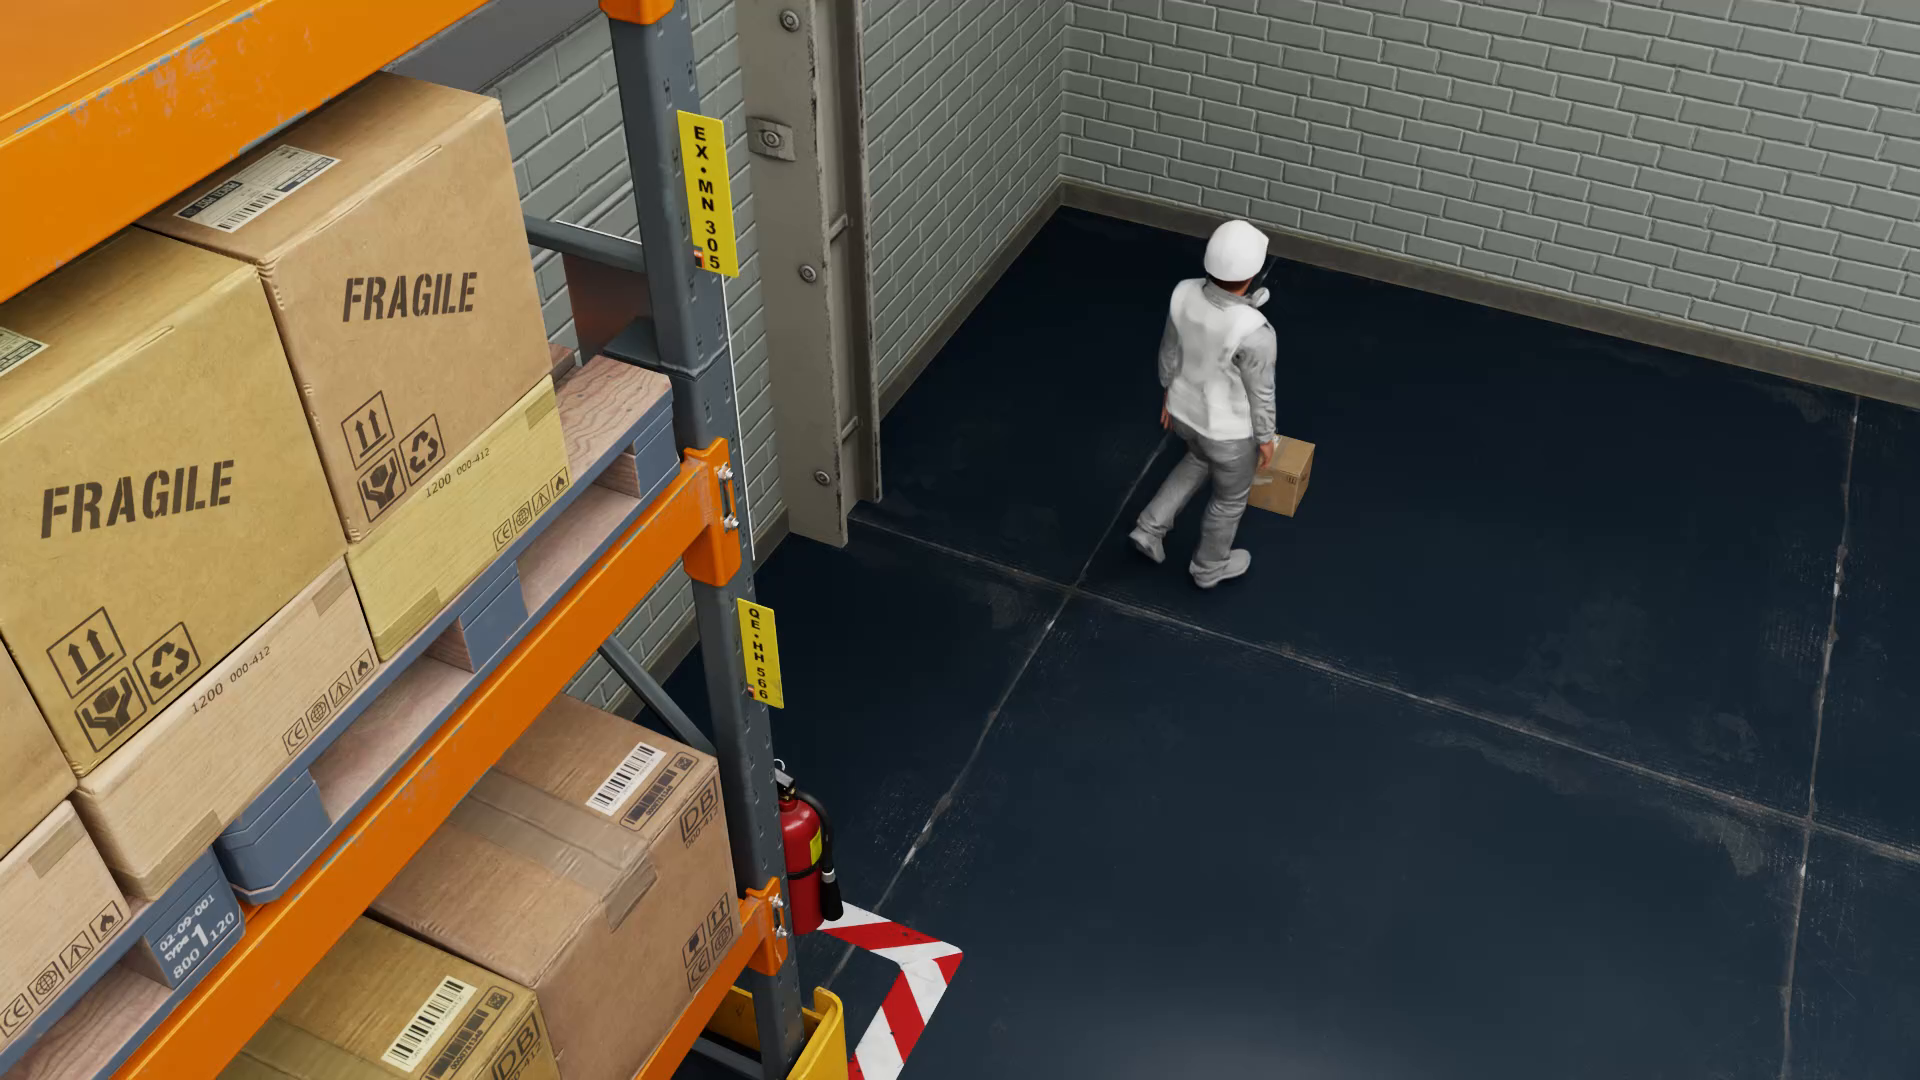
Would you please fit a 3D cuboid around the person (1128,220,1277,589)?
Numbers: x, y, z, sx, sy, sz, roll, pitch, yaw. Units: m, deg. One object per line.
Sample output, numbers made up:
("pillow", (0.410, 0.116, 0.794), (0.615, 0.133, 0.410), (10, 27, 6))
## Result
("person", (1.033, -0.515, 6.696), (0.491, 1.764, 0.552), (-25, 47, -25))
